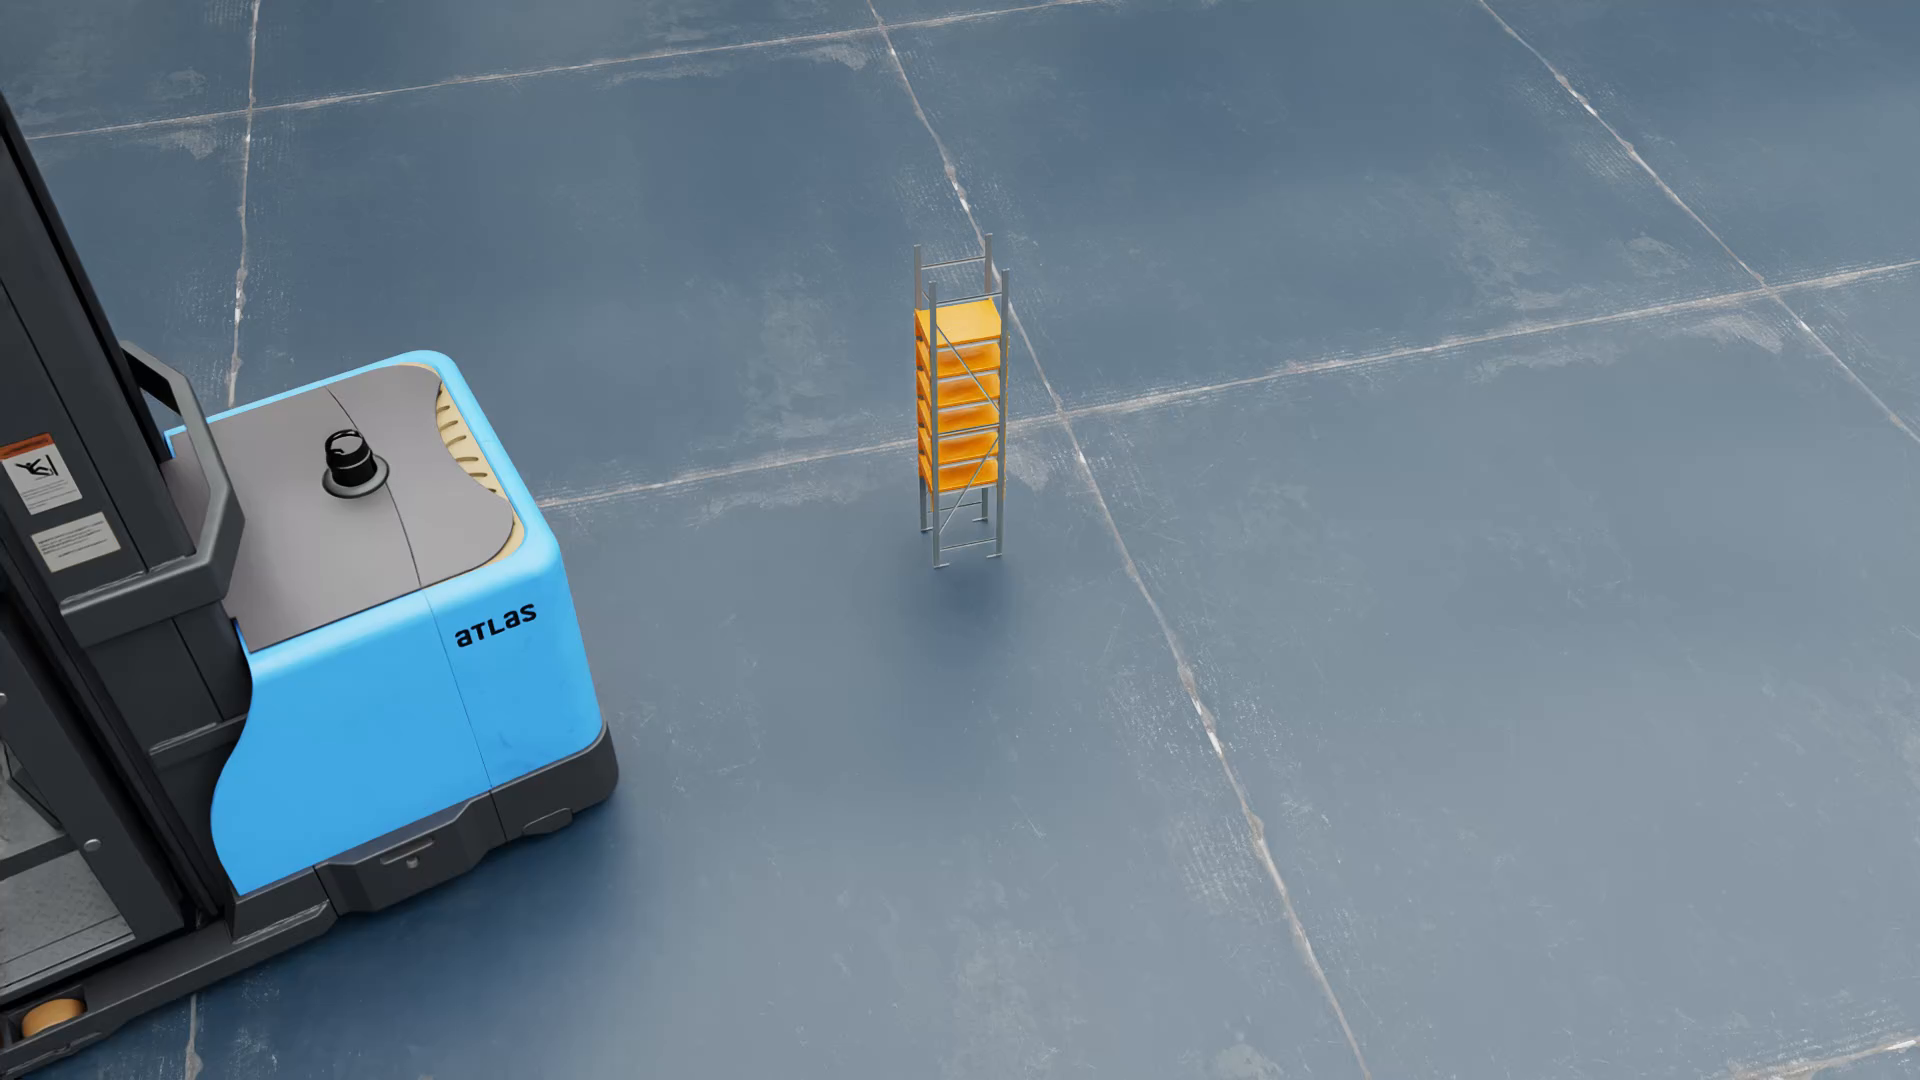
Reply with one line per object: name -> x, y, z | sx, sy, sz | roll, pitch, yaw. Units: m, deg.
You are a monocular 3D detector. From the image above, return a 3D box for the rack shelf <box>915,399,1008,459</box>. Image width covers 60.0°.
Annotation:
rack shelf -> 0.004, -0.379, 5.343 | 0.258, 0.103, 0.180 | -11, 47, -10

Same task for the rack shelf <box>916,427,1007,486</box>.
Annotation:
rack shelf -> 0.004, -0.295, 5.429 | 0.258, 0.103, 0.180 | -11, 47, -10

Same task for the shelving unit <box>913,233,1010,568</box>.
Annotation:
shelving unit -> 0.004, -0.410, 5.312 | 0.258, 1.200, 0.189 | -11, 47, -10

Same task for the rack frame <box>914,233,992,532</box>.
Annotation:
rack frame -> -0.020, -0.473, 5.374 | 0.240, 1.200, 0.006 | -11, 47, -10

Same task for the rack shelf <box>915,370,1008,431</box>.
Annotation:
rack shelf -> 0.004, -0.463, 5.258 | 0.258, 0.103, 0.180 | -11, 47, -10

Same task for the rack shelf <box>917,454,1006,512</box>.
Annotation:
rack shelf -> 0.004, -0.211, 5.515 | 0.258, 0.103, 0.180 | -11, 47, -10

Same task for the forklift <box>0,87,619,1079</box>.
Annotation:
forklift -> -2.551, -0.020, 3.718 | 3.031, 2.935, 1.130 | -23, 50, -21

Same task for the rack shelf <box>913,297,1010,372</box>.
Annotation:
rack shelf -> 0.004, -0.631, 5.086 | 0.258, 0.103, 0.180 | -11, 47, -10

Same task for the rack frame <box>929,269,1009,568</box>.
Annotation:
rack frame -> 0.027, -0.347, 5.250 | 0.240, 1.200, 0.006 | -11, 47, -10

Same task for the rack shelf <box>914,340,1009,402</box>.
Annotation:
rack shelf -> 0.004, -0.547, 5.172 | 0.258, 0.103, 0.180 | -11, 47, -10
